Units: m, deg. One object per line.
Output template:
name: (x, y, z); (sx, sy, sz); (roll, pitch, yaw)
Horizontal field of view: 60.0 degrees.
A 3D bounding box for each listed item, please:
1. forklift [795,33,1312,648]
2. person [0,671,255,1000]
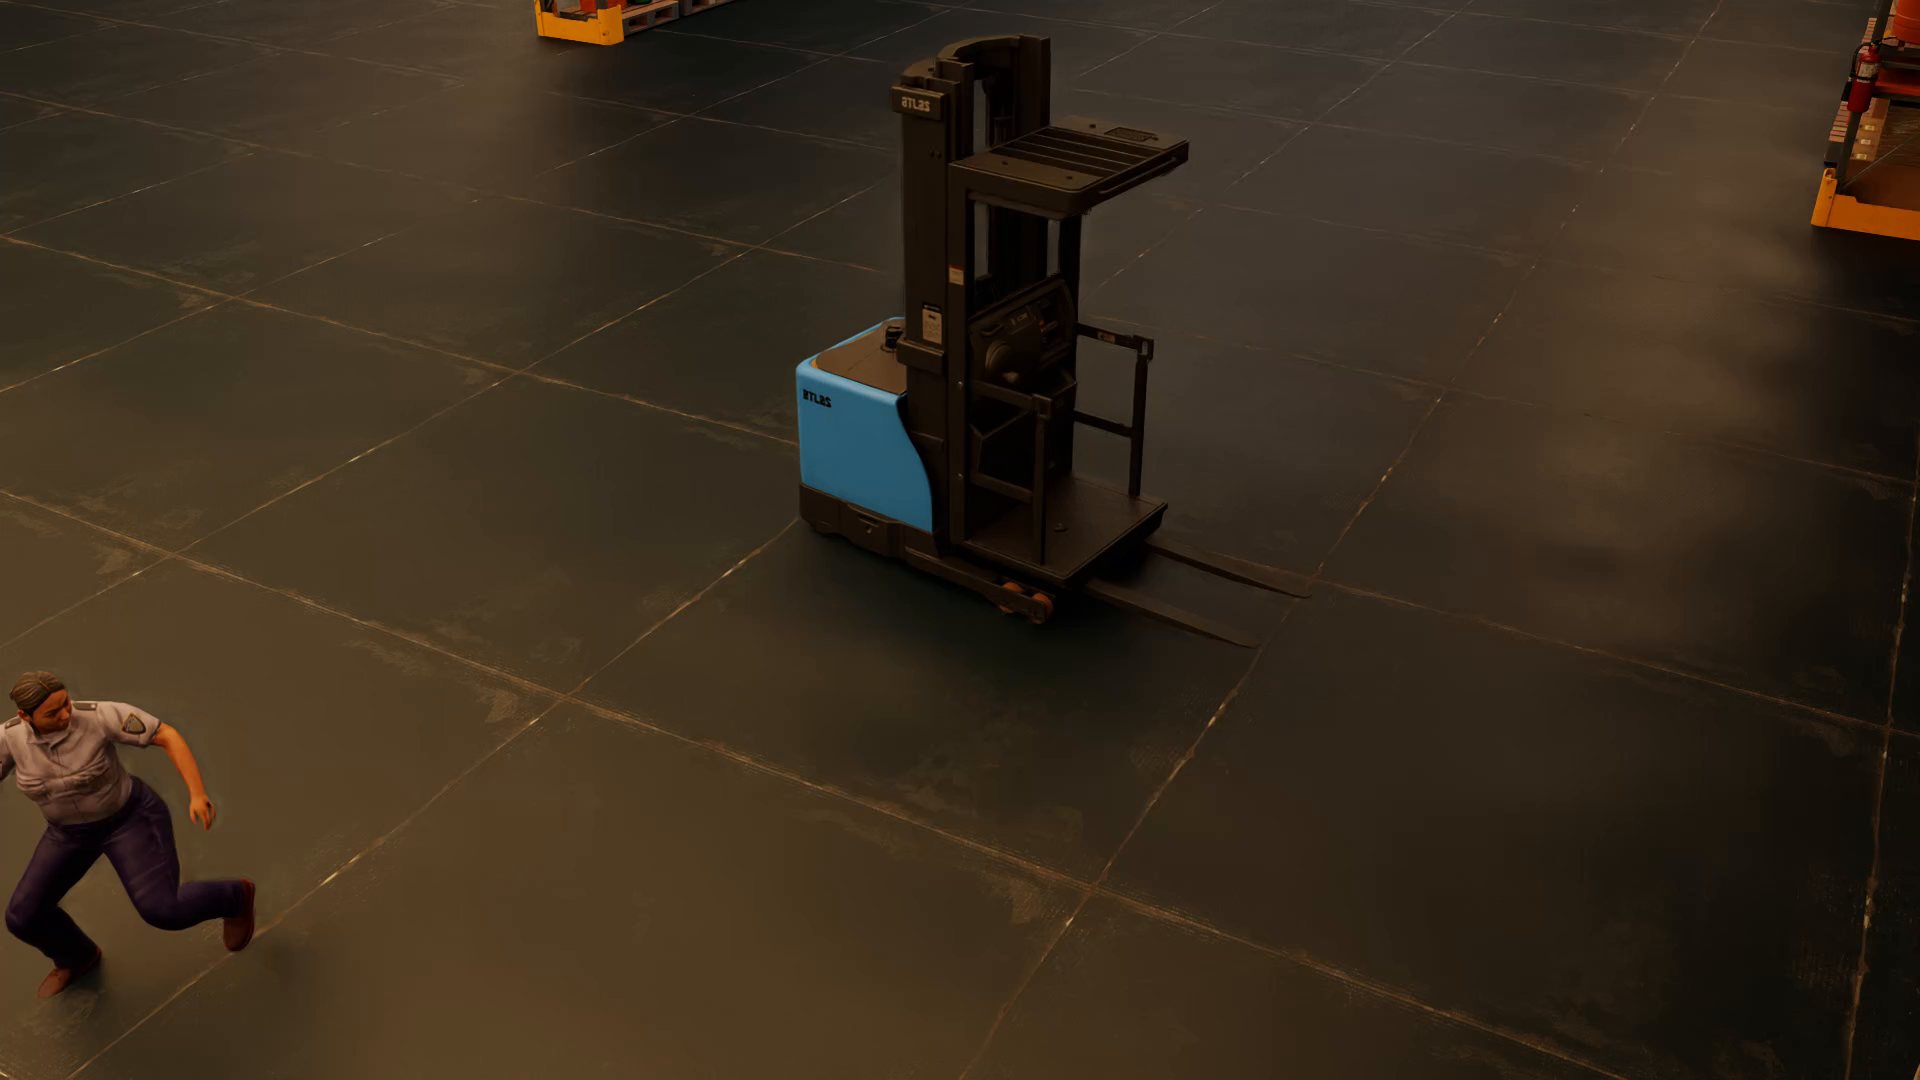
forklift: (0.510, -1.107, 8.988); (3.031, 2.935, 1.130); (21, 36, 31)
person: (-3.447, 1.144, 6.558); (1.021, 1.531, 0.488); (0, 30, 0)
